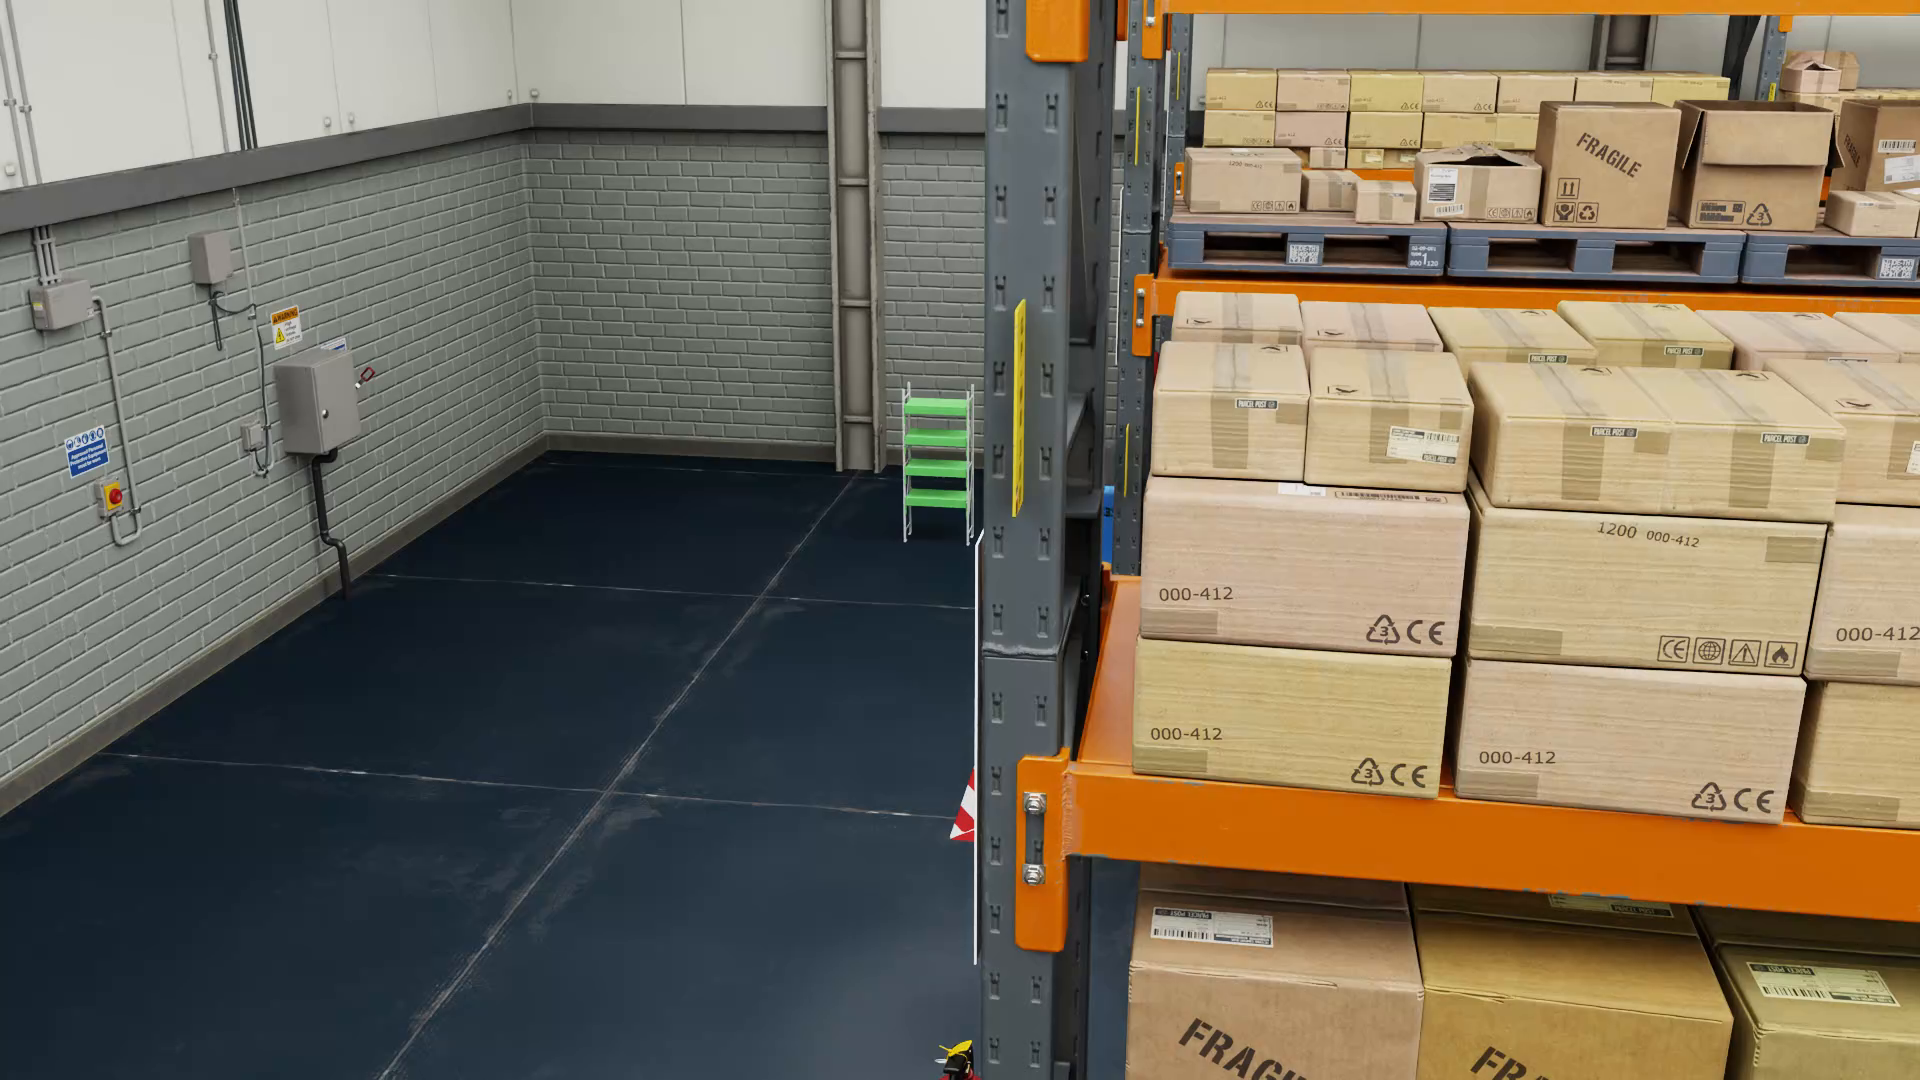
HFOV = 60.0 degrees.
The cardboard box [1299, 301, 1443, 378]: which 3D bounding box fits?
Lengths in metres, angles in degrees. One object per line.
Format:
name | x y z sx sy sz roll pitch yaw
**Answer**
cardboard box | 0.784 -0.353 3.224 0.250 0.149 0.380 3 19 9

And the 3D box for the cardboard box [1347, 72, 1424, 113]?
cardboard box | 3.043 -3.224 11.963 0.500 0.250 0.500 3 19 8

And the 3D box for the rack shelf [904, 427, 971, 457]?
rack shelf | -0.163 -0.744 12.582 0.480 0.148 0.258 3 19 9

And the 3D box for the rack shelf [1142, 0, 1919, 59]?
rack shelf | 2.838 -2.306 7.277 4.000 0.370 1.077 3 19 9

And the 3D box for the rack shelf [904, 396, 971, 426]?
rack shelf | -0.163 -0.972 12.506 0.480 0.148 0.258 3 19 9

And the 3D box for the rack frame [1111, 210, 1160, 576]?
rack frame | 0.863 -0.093 8.352 0.127 3.000 1.000 3 19 9

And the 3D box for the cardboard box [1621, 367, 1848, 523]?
cardboard box | 1.207 -0.159 2.644 0.250 0.149 0.380 3 19 9

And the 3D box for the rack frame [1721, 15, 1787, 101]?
rack frame | 5.596 -4.291 11.447 0.127 3.000 1.000 3 19 9

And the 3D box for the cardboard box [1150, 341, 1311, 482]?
cardboard box | 0.462 -0.227 2.846 0.250 0.149 0.380 3 19 8

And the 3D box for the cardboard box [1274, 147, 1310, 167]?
cardboard box | 2.438 -2.839 12.229 0.250 0.149 0.380 3 19 9

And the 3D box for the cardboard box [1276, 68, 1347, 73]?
cardboard box | 2.644 -3.416 12.538 0.500 0.250 0.500 2 19 7

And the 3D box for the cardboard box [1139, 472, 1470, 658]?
cardboard box | 0.580 -0.021 2.860 0.500 0.250 0.500 3 19 10

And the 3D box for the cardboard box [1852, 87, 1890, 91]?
cardboard box | 6.417 -3.143 11.850 0.250 0.149 0.380 3 19 8

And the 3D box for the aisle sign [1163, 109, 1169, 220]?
aisle sign | 1.533 -2.792 12.323 0.004 0.787 0.394 3 19 9

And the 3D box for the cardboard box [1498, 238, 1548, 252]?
cardboard box | 4.168 -2.030 12.730 0.500 0.500 0.500 2 19 7

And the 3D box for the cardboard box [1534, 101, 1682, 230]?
cardboard box | 2.830 -1.661 7.334 0.500 0.500 0.500 3 19 10

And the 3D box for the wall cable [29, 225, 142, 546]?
wall cable | -4.708 -0.866 9.013 0.123 1.953 0.585 3 19 9

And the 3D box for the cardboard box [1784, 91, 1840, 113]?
cardboard box | 5.822 -2.985 11.378 0.250 0.149 0.380 3 19 10

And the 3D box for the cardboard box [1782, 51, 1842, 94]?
cardboard box | 5.838 -3.209 11.395 0.258 0.266 0.396 3 19 8

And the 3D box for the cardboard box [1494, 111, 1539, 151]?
cardboard box | 4.061 -2.937 11.894 0.500 0.250 0.500 3 19 10

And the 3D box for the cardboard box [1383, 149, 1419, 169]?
cardboard box | 3.182 -2.790 12.084 0.250 0.149 0.380 3 19 8

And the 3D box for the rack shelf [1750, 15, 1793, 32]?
rack shelf | 7.571 -3.660 11.324 4.000 0.370 1.077 3 19 9

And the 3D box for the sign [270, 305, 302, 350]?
sign | -4.444 -1.405 10.972 0.001 0.242 0.339 3 19 9

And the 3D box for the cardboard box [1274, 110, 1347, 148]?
cardboard box | 2.547 -3.013 12.121 0.500 0.250 0.500 3 19 10

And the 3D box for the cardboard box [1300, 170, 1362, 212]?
cardboard box | 1.749 -1.652 7.862 0.250 0.149 0.380 1 19 4

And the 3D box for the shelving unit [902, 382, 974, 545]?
shelving unit | -0.163 -0.577 12.638 0.503 1.200 0.258 3 19 9

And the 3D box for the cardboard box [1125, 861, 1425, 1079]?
cardboard box | 0.579 0.906 3.165 0.500 0.500 0.500 3 19 8

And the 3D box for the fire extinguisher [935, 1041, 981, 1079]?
fire extinguisher | 0.002 1.520 4.244 0.183 0.674 0.296 3 19 9

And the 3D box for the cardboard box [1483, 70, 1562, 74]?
cardboard box | 4.137 -3.337 12.301 0.500 0.250 0.500 3 19 8

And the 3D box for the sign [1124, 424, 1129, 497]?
sign | 0.769 -0.367 7.684 0.005 0.325 0.100 3 19 9

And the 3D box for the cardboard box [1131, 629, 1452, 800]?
cardboard box | 0.581 0.215 2.943 0.500 0.250 0.500 4 19 11

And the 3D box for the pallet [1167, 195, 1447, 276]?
pallet | 1.597 -1.439 7.789 1.213 0.211 1.003 3 19 9

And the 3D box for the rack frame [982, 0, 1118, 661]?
rack frame | 0.178 -1.382 2.751 0.127 3.000 1.000 3 19 9

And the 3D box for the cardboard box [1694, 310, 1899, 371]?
cardboard box | 1.553 -0.323 3.133 0.250 0.149 0.380 2 19 7

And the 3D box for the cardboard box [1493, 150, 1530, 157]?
cardboard box | 3.939 -2.752 11.970 0.250 0.149 0.380 3 19 9

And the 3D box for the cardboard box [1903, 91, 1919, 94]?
cardboard box | 6.598 -2.963 11.312 0.250 0.149 0.380 3 19 8

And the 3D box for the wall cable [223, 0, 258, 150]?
wall cable | -4.197 -4.260 11.293 0.133 3.039 2.988 3 19 9

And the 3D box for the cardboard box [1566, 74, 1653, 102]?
cardboard box | 4.557 -3.149 11.739 0.500 0.250 0.500 3 19 8

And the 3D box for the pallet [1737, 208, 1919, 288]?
pallet | 4.007 -1.316 7.422 1.213 0.211 1.003 3 19 9

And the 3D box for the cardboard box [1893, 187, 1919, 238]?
cardboard box | 4.131 -1.428 7.010 0.258 0.266 0.396 4 19 10

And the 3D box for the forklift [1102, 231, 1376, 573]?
forklift | 2.218 -0.807 10.595 3.031 2.935 1.130 2 19 7

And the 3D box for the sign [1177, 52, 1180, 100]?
sign | 1.561 -3.315 11.878 0.005 0.325 0.100 3 19 9
